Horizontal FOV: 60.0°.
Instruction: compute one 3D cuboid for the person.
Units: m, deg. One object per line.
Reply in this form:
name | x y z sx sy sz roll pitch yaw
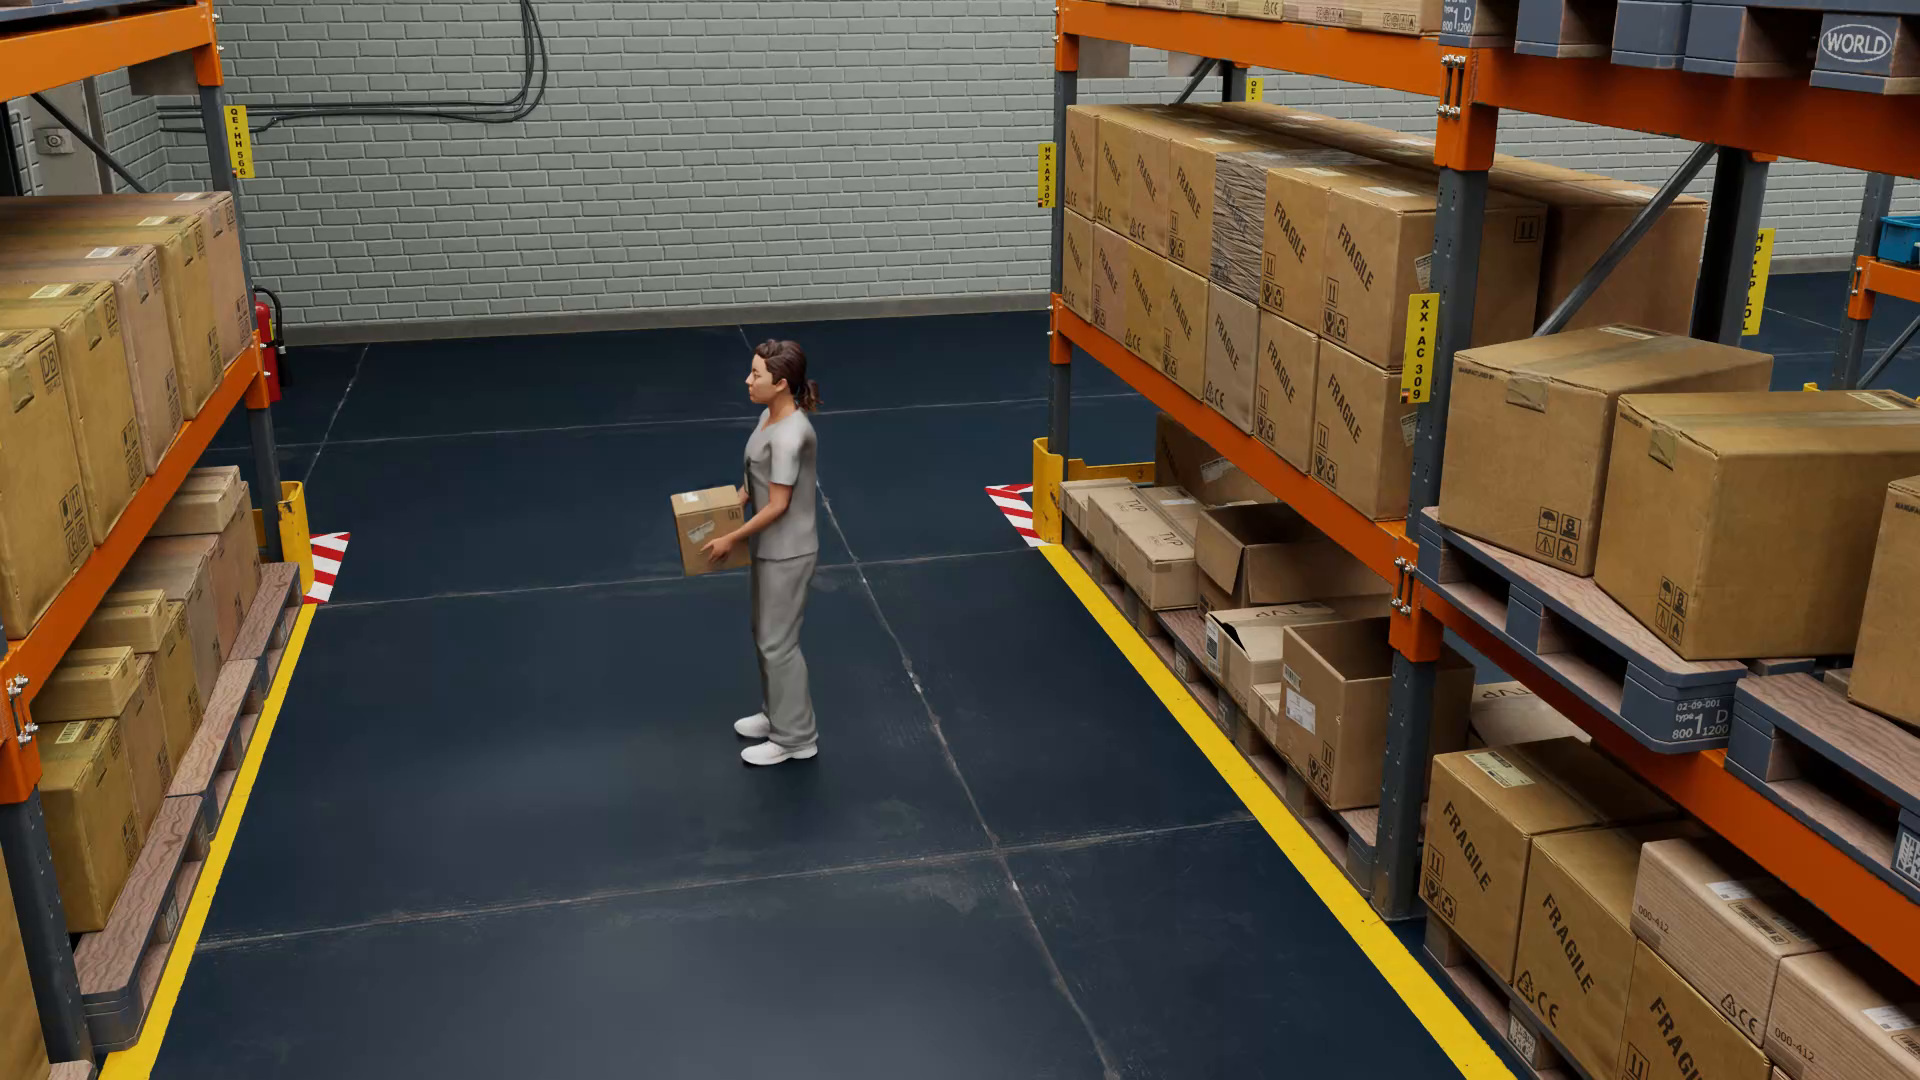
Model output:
person | -0.758 0.051 6.428 0.503 1.674 0.461 -5 20 -13
